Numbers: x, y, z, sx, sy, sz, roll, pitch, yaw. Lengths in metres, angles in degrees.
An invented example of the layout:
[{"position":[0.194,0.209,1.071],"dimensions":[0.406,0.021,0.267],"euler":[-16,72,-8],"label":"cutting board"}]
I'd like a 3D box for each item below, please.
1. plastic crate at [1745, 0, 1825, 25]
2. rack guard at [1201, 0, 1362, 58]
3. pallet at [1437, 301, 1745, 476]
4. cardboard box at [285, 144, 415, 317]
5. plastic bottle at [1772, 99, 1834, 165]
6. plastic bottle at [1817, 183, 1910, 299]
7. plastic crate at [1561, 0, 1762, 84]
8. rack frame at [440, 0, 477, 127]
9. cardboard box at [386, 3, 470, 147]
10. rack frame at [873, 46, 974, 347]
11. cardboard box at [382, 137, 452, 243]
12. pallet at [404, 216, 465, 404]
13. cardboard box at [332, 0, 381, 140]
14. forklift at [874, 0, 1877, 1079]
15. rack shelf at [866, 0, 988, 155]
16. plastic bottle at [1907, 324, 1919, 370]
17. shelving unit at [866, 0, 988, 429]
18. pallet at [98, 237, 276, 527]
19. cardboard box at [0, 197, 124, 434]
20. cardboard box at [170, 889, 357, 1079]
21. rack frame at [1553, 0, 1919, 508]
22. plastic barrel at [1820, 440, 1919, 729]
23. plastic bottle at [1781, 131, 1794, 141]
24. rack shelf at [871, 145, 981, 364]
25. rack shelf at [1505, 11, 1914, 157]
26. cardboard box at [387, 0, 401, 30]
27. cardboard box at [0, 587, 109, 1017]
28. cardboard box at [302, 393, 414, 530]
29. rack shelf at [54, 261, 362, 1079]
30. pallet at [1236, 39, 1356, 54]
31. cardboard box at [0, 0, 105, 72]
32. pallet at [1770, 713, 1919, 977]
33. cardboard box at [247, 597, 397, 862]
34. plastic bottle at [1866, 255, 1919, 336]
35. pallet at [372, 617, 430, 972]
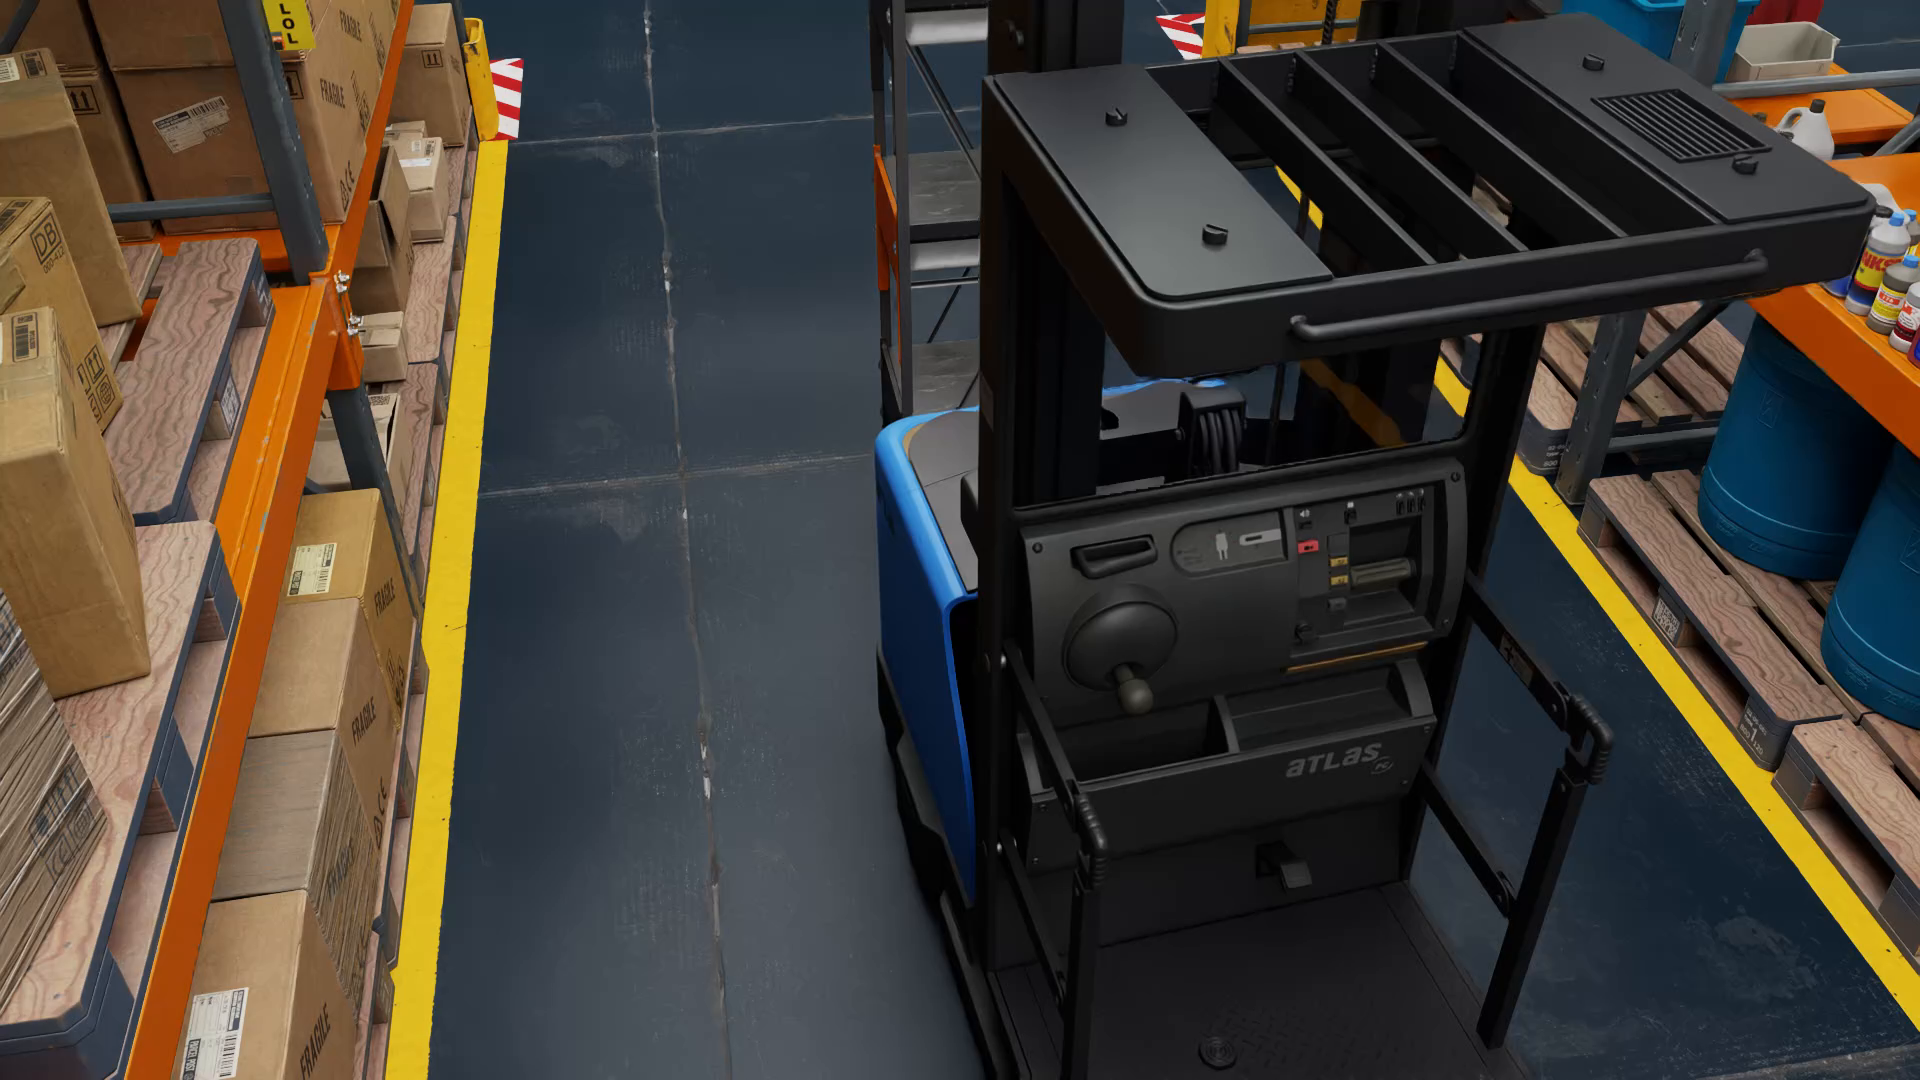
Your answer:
[{"position":[2.731,-2.005,5.784],"dimensions":[0.402,0.464,0.583],"euler":[-6,38,-8],"label":"plastic crate"},{"position":[1.922,-2.831,8.987],"dimensions":[1.175,0.500,0.348],"euler":[-6,38,-8],"label":"rack guard"},{"position":[2.473,-0.728,6.515],"dimensions":[1.003,0.211,1.213],"euler":[-6,38,-8],"label":"pallet"},{"position":[-2.572,-1.181,6.501],"dimensions":[0.797,0.503,0.637],"euler":[-6,38,-8],"label":"cardboard box"},{"position":[2.390,-1.098,4.759],"dimensions":[0.144,0.351,0.185],"euler":[-6,38,-8],"label":"plastic bottle"},{"position":[2.410,-0.799,4.434],"dimensions":[0.152,0.276,0.135],"euler":[-6,38,-8],"label":"plastic bottle"},{"position":[2.223,-1.652,5.396],"dimensions":[0.392,0.384,0.575],"euler":[-6,38,-8],"label":"plastic crate"},{"position":[-2.938,-3.275,7.520],"dimensions":[1.000,3.000,0.127],"euler":[-6,38,-8],"label":"rack frame"},{"position":[-2.601,-2.160,7.764],"dimensions":[0.500,0.500,0.500],"euler":[-6,38,-8],"label":"cardboard box"},{"position":[-0.072,-1.077,5.424],"dimensions":[0.400,2.100,0.015],"euler":[-6,38,-8],"label":"rack frame"},{"position":[-2.464,-1.484,7.098],"dimensions":[0.500,0.250,0.500],"euler":[-6,38,-8],"label":"cardboard box"},{"position":[-2.574,-0.911,6.751],"dimensions":[1.003,0.211,1.213],"euler":[-6,38,-8],"label":"pallet"},{"position":[-2.151,-1.544,5.211],"dimensions":[0.500,0.500,0.500],"euler":[-6,38,-7],"label":"cardboard box"},{"position":[0.637,0.167,3.146],"dimensions":[1.130,2.935,3.031],"euler":[-9,39,-12],"label":"forklift"},{"position":[-0.029,-1.471,4.813],"dimensions":[0.431,0.518,0.480],"euler":[-6,38,-8],"label":"rack shelf"},{"position":[2.440,-0.539,4.095],"dimensions":[0.061,0.283,0.133],"euler":[-6,38,-8],"label":"plastic bottle"},{"position":[-0.029,-0.929,5.235],"dimensions":[0.431,2.100,0.503],"euler":[-6,38,-8],"label":"shelving unit"},{"position":[-2.204,-0.289,3.833],"dimensions":[1.003,0.211,1.213],"euler":[-6,38,-8],"label":"pallet"},{"position":[-2.191,-0.345,3.326],"dimensions":[0.700,0.500,0.500],"euler":[-1,38,-1],"label":"cardboard box"},{"position":[-1.611,1.131,3.528],"dimensions":[0.500,0.500,0.500],"euler":[-7,38,-9],"label":"cardboard box"},{"position":[2.640,-1.389,5.093],"dimensions":[1.000,3.000,0.127],"euler":[-6,38,-8],"label":"rack frame"},{"position":[2.843,0.032,4.632],"dimensions":[0.600,0.901,0.708],"euler":[-6,38,-8],"label":"plastic barrel"},{"position":[2.308,-0.995,4.681],"dimensions":[0.061,0.283,0.133],"euler":[-6,38,-8],"label":"plastic bottle"},{"position":[-0.029,-0.918,5.243],"dimensions":[0.431,0.518,0.480],"euler":[-6,38,-8],"label":"rack shelf"},{"position":[2.290,-2.313,6.869],"dimensions":[1.077,0.370,4.000],"euler":[-6,38,-8],"label":"rack shelf"},{"position":[-2.327,-2.154,5.996],"dimensions":[0.500,0.500,0.500],"euler":[-7,38,-9],"label":"cardboard box"},{"position":[-1.730,0.411,2.353],"dimensions":[0.700,0.500,0.500],"euler":[0,38,1],"label":"cardboard box"},{"position":[-2.098,-0.248,5.457],"dimensions":[0.500,0.311,0.500],"euler":[-6,38,-8],"label":"cardboard box"},{"position":[-1.886,0.633,3.076],"dimensions":[1.077,0.370,4.000],"euler":[-6,38,-8],"label":"rack shelf"},{"position":[2.045,-2.202,8.412],"dimensions":[1.003,0.211,1.213],"euler":[-6,38,-8],"label":"pallet"},{"position":[-2.581,-1.571,4.430],"dimensions":[0.500,0.500,0.500],"euler":[-6,38,-8],"label":"cardboard box"},{"position":[2.952,0.921,4.393],"dimensions":[1.003,0.211,1.213],"euler":[-6,38,-8],"label":"pallet"},{"position":[-1.790,0.521,4.313],"dimensions":[0.500,0.500,0.500],"euler":[-6,38,-8],"label":"cardboard box"},{"position":[2.421,-0.638,4.288],"dimensions":[0.097,0.201,0.097],"euler":[0,38,0],"label":"plastic bottle"},{"position":[-2.057,0.730,4.639],"dimensions":[1.003,0.211,1.213],"euler":[-6,38,-8],"label":"pallet"}]
